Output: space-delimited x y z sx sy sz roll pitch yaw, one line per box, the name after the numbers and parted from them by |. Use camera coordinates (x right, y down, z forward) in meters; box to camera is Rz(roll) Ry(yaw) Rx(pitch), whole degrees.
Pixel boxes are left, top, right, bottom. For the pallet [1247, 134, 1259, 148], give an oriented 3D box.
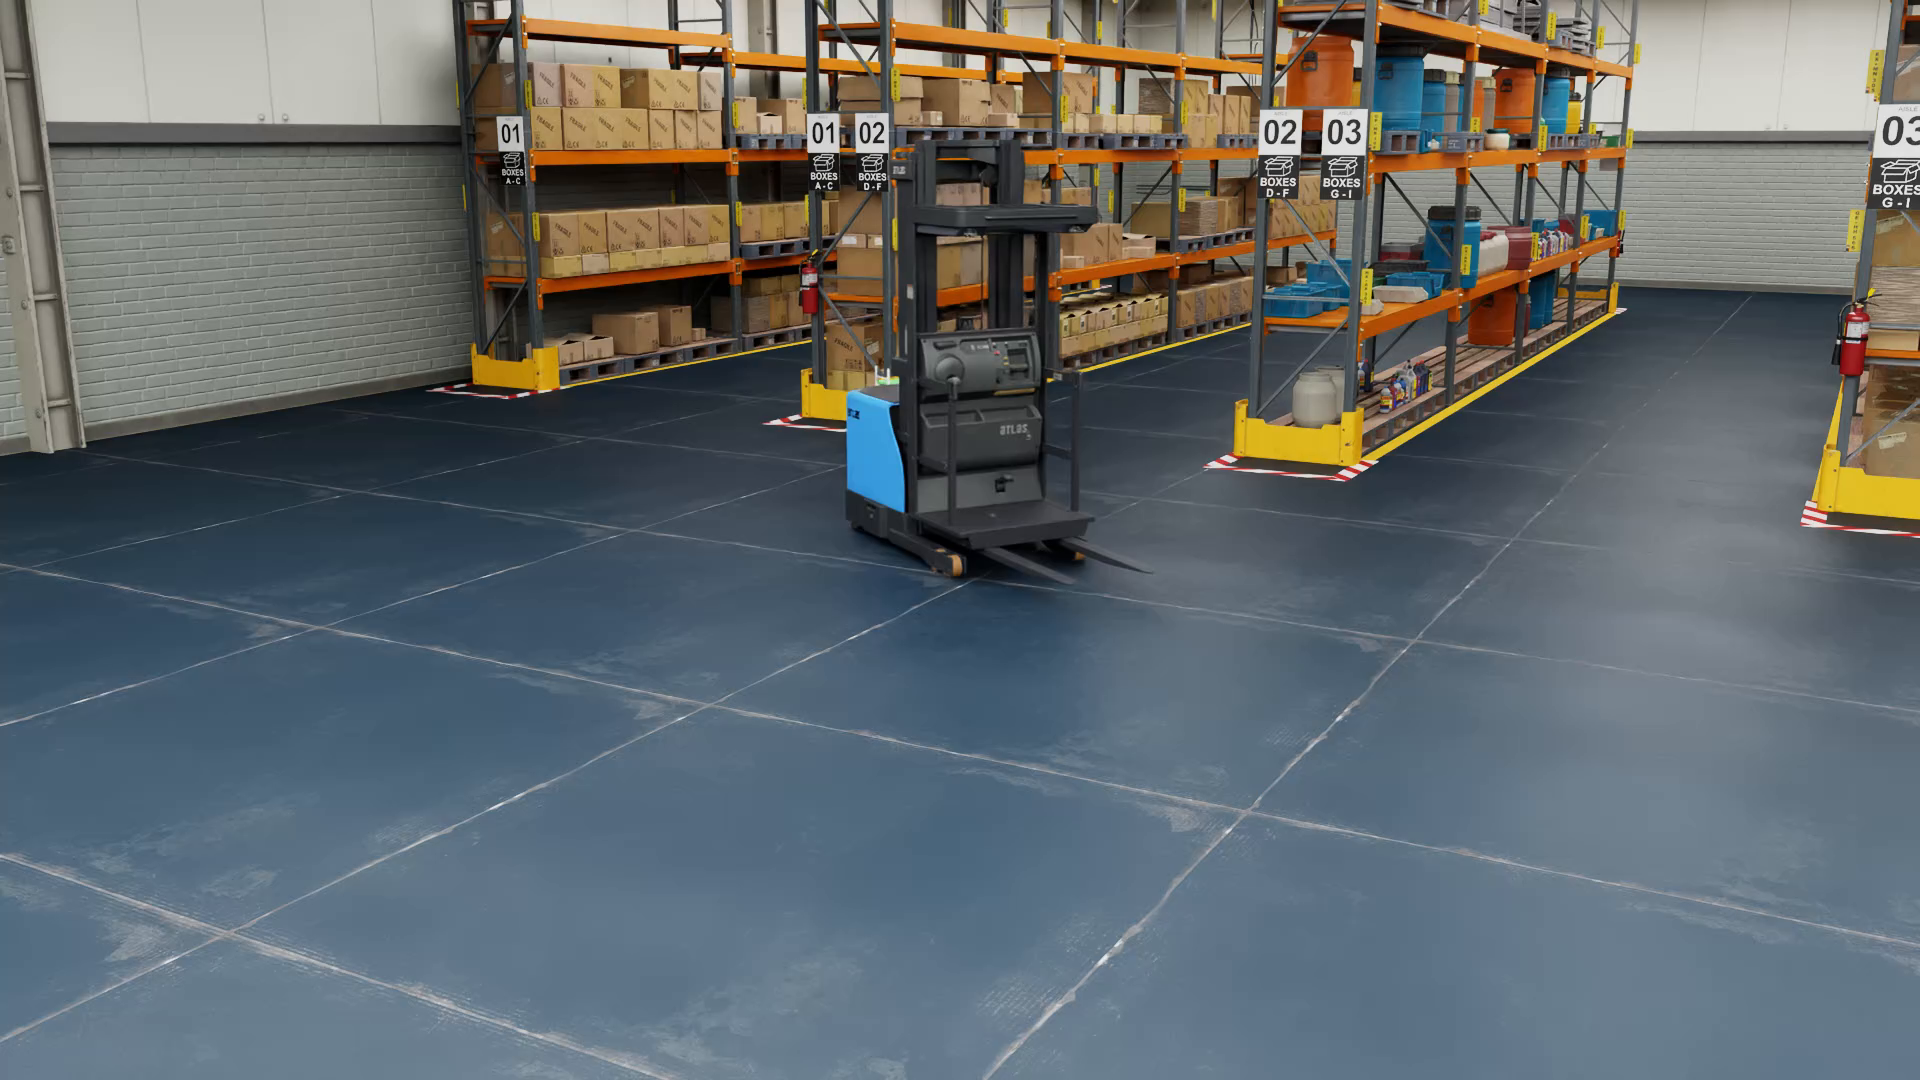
4.283 -6.480 27.012 1.213 0.211 1.003 7 15 28 | pallet

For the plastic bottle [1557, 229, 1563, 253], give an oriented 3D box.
8.837 -4.427 24.602 0.144 0.351 0.185 7 15 28 | plastic bottle

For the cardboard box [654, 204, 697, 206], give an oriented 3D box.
-3.955 -4.387 23.006 0.500 0.500 0.500 7 15 27 | cardboard box

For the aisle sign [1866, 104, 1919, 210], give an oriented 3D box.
7.237 -2.939 12.776 0.394 0.787 0.004 7 15 28 | aisle sign

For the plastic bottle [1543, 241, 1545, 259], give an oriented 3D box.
8.191 -4.103 23.429 0.097 0.271 0.097 0 14 0 | plastic bottle

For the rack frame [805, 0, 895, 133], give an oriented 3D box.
-1.141 -5.693 16.948 1.000 3.000 0.127 7 15 28 | rack frame

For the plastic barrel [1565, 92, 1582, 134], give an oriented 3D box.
8.731 -6.220 24.238 0.600 0.588 0.600 0 14 0 | plastic barrel

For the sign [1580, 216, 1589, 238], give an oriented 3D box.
9.475 -4.749 25.240 0.100 0.325 0.005 7 15 28 | sign

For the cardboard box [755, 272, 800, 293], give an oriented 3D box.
-2.746 -3.872 24.989 0.500 0.250 0.500 7 15 26 | cardboard box

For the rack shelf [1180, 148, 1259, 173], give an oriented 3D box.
3.693 -5.937 25.894 1.077 0.370 4.000 7 15 28 | rack shelf

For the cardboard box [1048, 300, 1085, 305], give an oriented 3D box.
1.473 -3.165 23.037 0.500 0.311 0.500 7 15 27 | cardboard box

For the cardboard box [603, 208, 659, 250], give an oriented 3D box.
-4.243 -4.015 21.466 0.500 0.500 0.500 8 16 30 | cardboard box

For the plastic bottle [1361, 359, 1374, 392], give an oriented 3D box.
4.500 -1.827 18.424 0.144 0.351 0.185 7 15 28 | plastic bottle

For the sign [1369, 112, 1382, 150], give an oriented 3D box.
3.673 -3.614 14.706 0.100 0.325 0.005 7 15 28 | sign

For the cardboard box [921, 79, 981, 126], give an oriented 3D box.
-0.099 -4.866 18.507 0.500 0.500 0.500 7 15 28 | cardboard box

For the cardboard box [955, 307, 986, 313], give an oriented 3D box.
0.270 -2.505 19.896 0.500 0.500 0.500 7 15 28 | cardboard box

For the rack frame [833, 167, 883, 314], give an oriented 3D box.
-1.612 -4.979 26.784 1.000 3.000 0.127 7 15 28 | rack frame

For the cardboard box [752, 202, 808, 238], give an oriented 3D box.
-2.702 -4.773 24.781 0.700 0.500 0.500 10 17 36 | cardboard box

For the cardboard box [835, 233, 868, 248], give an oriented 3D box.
-1.123 -3.241 17.978 0.380 0.149 0.250 7 15 27 | cardboard box

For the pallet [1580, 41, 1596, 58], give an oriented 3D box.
8.621 -7.134 24.180 1.003 0.211 1.213 7 15 28 | pallet

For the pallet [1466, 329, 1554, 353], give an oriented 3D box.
7.996 -2.916 24.180 1.003 0.211 1.213 7 15 28 | pallet

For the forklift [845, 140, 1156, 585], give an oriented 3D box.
0.255 -1.281 11.591 1.130 2.935 3.031 -7 15 -27 | forklift

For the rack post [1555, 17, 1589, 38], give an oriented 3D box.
8.560 -7.387 24.136 0.937 0.300 0.954 7 15 27 | rack post

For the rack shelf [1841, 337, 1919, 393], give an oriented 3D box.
8.496 -1.714 14.779 1.077 0.370 4.000 7 15 28 | rack shelf

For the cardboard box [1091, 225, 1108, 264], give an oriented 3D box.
1.675 -4.013 22.564 0.500 0.500 0.500 7 15 28 | cardboard box

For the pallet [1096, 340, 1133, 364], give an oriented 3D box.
1.704 -2.649 23.070 1.003 0.211 1.213 7 15 28 | pallet

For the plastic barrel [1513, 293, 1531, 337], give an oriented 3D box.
7.828 -3.222 23.747 0.600 0.588 0.708 7 15 28 | plastic barrel

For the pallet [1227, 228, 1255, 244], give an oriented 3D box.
4.178 -4.994 27.257 1.003 0.211 1.213 7 15 28 | pallet

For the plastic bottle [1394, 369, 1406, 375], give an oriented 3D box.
4.833 -1.733 18.194 0.152 0.276 0.135 7 15 28 | plastic bottle

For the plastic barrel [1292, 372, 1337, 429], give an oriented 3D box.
3.445 -1.353 16.159 0.421 0.512 0.421 0 14 0 | plastic barrel

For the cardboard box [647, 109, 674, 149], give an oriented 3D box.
-4.063 -5.323 21.555 0.500 0.500 0.500 7 15 26 | cardboard box

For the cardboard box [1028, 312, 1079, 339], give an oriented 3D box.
1.211 -2.794 21.497 0.500 0.311 0.500 7 15 28 | cardboard box

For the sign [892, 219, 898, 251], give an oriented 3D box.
-0.658 -3.172 17.275 0.100 0.325 0.005 7 15 28 | sign

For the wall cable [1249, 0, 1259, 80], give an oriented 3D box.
7.671 -11.295 36.035 3.097 2.526 0.112 7 15 28 | wall cable

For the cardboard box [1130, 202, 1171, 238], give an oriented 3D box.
2.932 -4.813 24.987 0.700 0.500 0.500 2 14 9 | cardboard box

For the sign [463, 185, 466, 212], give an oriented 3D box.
-5.955 -4.121 20.081 0.100 0.325 0.005 7 15 28 | sign

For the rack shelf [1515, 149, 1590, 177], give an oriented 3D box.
8.028 -5.375 23.563 1.077 0.370 4.000 7 15 28 | rack shelf

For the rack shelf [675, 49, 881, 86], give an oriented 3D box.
-2.579 -6.941 24.510 1.077 0.370 4.000 7 15 28 | rack shelf

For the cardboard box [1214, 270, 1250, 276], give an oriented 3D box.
4.687 -4.387 28.723 0.500 0.500 0.500 7 15 28 | cardboard box

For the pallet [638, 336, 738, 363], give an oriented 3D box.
-3.839 -2.661 23.119 1.003 0.211 1.213 7 15 28 | pallet

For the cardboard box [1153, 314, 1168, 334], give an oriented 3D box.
2.686 -3.150 24.170 0.500 0.250 0.500 8 16 29 | cardboard box

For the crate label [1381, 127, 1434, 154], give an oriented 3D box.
4.387 -3.947 16.424 0.502 0.251 0.408 7 15 28 | crate label

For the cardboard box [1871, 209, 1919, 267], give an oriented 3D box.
7.579 -2.474 13.413 0.500 0.500 0.500 7 15 28 | cardboard box

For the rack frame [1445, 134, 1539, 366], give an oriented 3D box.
7.061 -3.856 22.128 1.000 3.000 0.127 7 15 28 | rack frame

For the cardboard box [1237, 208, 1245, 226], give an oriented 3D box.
4.677 -5.419 28.398 0.500 0.500 0.500 8 16 29 | cardboard box

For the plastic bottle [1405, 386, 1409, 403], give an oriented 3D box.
4.704 -1.558 17.629 0.097 0.201 0.097 0 14 0 | plastic bottle

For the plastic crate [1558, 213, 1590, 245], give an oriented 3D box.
9.646 -4.892 26.160 0.402 0.464 0.583 7 15 28 | plastic crate

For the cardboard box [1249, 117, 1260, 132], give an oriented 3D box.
5.113 -6.939 27.768 0.500 0.250 0.500 7 15 28 | cardboard box

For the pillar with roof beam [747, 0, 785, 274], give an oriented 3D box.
0.771 -7.239 23.358 9.100 9.000 0.400 7 15 28 | pillar with roof beam

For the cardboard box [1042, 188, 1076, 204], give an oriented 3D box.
1.676 -6.509 32.494 0.980 0.700 0.700 7 15 28 | cardboard box

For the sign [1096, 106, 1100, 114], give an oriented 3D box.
2.724 -8.406 32.880 0.100 0.325 0.005 7 15 28 | sign

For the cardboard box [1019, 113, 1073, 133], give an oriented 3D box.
1.099 -5.312 21.192 0.500 0.250 0.500 9 16 34 | cardboard box

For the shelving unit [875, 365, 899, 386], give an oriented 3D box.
-0.394 -0.800 13.291 0.503 1.200 0.258 -7 15 -27 | shelving unit

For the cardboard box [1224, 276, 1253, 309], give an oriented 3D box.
4.672 -4.104 27.550 0.500 0.500 0.500 7 15 28 | cardboard box

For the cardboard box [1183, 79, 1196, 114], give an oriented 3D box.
3.189 -6.604 24.781 0.500 0.500 0.500 7 15 28 | cardboard box

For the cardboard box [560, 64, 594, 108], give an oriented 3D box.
-4.794 -5.489 20.110 0.500 0.500 0.500 7 15 27 | cardboard box
